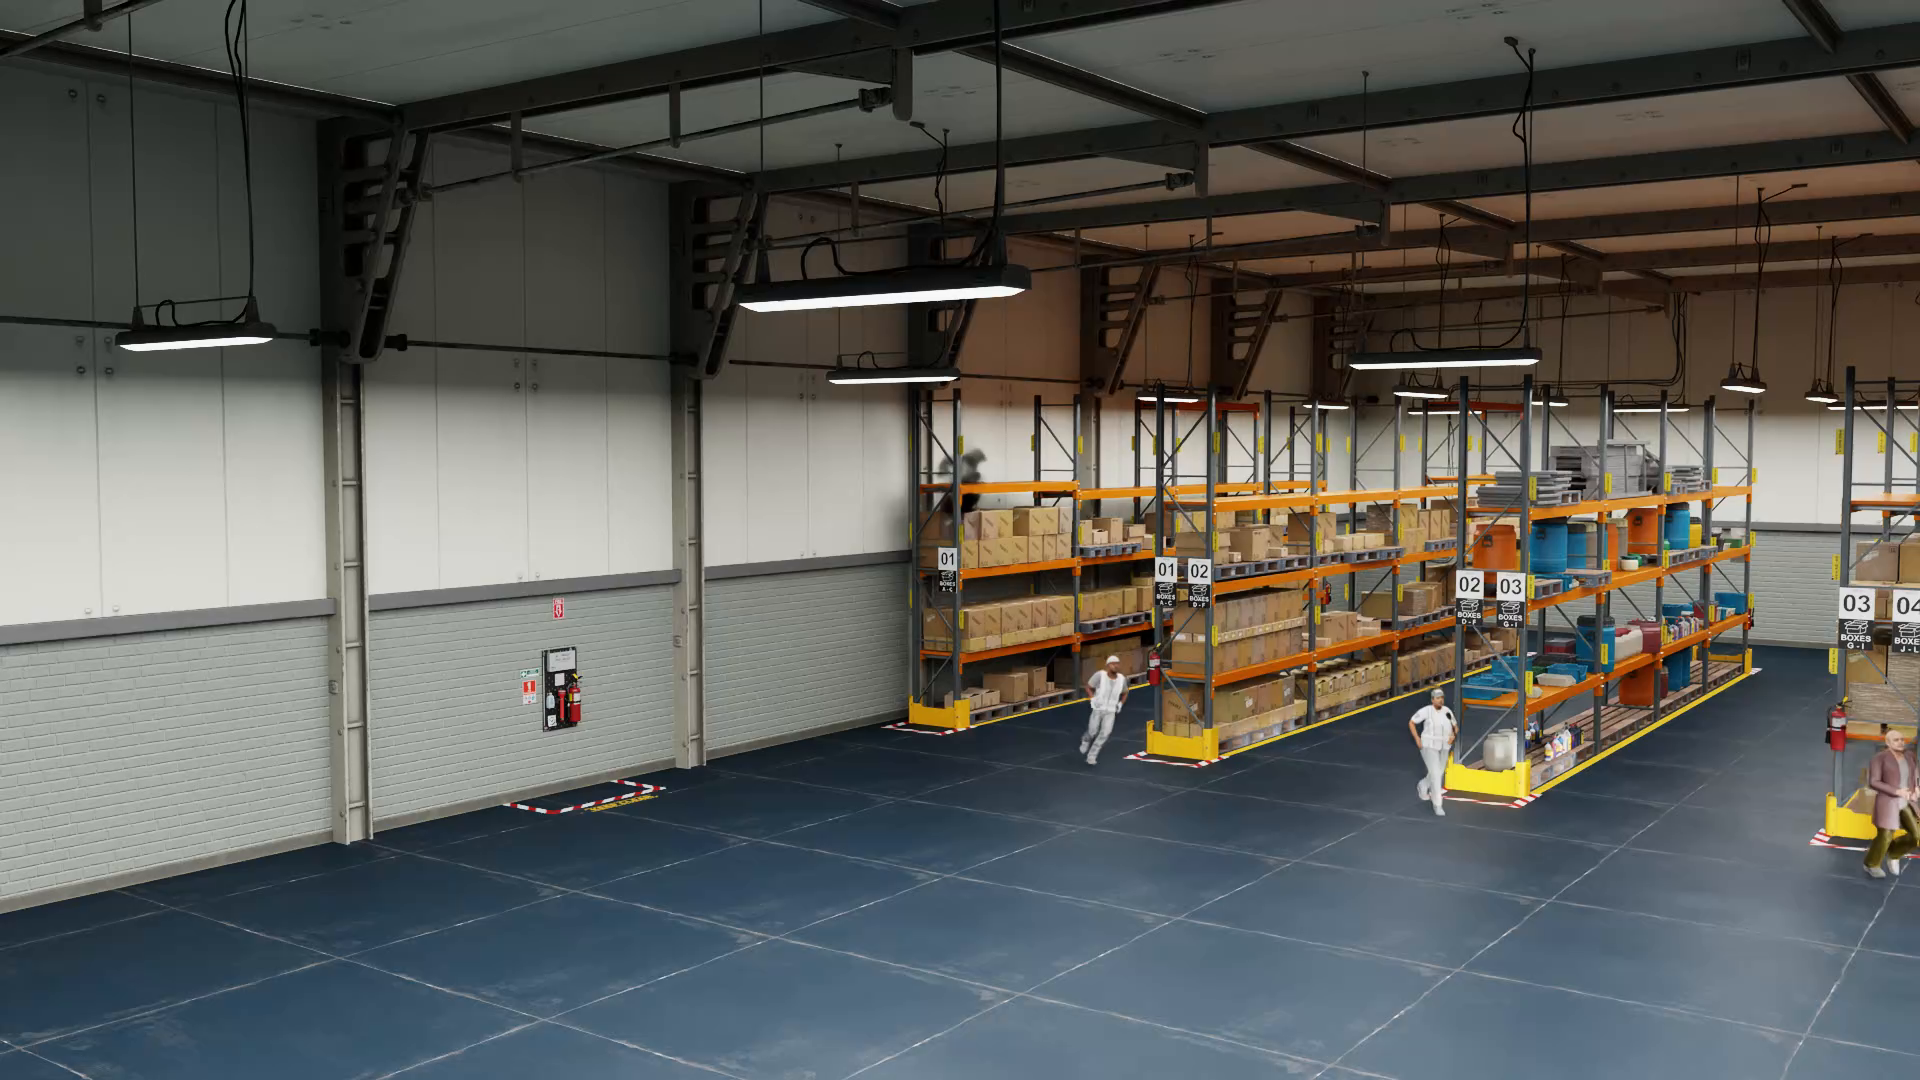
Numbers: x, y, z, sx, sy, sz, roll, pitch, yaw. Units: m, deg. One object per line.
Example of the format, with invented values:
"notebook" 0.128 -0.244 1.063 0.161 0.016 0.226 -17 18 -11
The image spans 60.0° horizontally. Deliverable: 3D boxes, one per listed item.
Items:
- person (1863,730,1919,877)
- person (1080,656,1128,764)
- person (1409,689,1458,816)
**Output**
"person" 10.724 3.039 19.028 0.737 1.737 0.840 0 3 -4
"person" 2.303 2.661 26.306 0.725 1.695 0.689 0 3 -8
"person" 6.539 2.890 22.875 0.636 1.698 0.857 -1 3 -17
